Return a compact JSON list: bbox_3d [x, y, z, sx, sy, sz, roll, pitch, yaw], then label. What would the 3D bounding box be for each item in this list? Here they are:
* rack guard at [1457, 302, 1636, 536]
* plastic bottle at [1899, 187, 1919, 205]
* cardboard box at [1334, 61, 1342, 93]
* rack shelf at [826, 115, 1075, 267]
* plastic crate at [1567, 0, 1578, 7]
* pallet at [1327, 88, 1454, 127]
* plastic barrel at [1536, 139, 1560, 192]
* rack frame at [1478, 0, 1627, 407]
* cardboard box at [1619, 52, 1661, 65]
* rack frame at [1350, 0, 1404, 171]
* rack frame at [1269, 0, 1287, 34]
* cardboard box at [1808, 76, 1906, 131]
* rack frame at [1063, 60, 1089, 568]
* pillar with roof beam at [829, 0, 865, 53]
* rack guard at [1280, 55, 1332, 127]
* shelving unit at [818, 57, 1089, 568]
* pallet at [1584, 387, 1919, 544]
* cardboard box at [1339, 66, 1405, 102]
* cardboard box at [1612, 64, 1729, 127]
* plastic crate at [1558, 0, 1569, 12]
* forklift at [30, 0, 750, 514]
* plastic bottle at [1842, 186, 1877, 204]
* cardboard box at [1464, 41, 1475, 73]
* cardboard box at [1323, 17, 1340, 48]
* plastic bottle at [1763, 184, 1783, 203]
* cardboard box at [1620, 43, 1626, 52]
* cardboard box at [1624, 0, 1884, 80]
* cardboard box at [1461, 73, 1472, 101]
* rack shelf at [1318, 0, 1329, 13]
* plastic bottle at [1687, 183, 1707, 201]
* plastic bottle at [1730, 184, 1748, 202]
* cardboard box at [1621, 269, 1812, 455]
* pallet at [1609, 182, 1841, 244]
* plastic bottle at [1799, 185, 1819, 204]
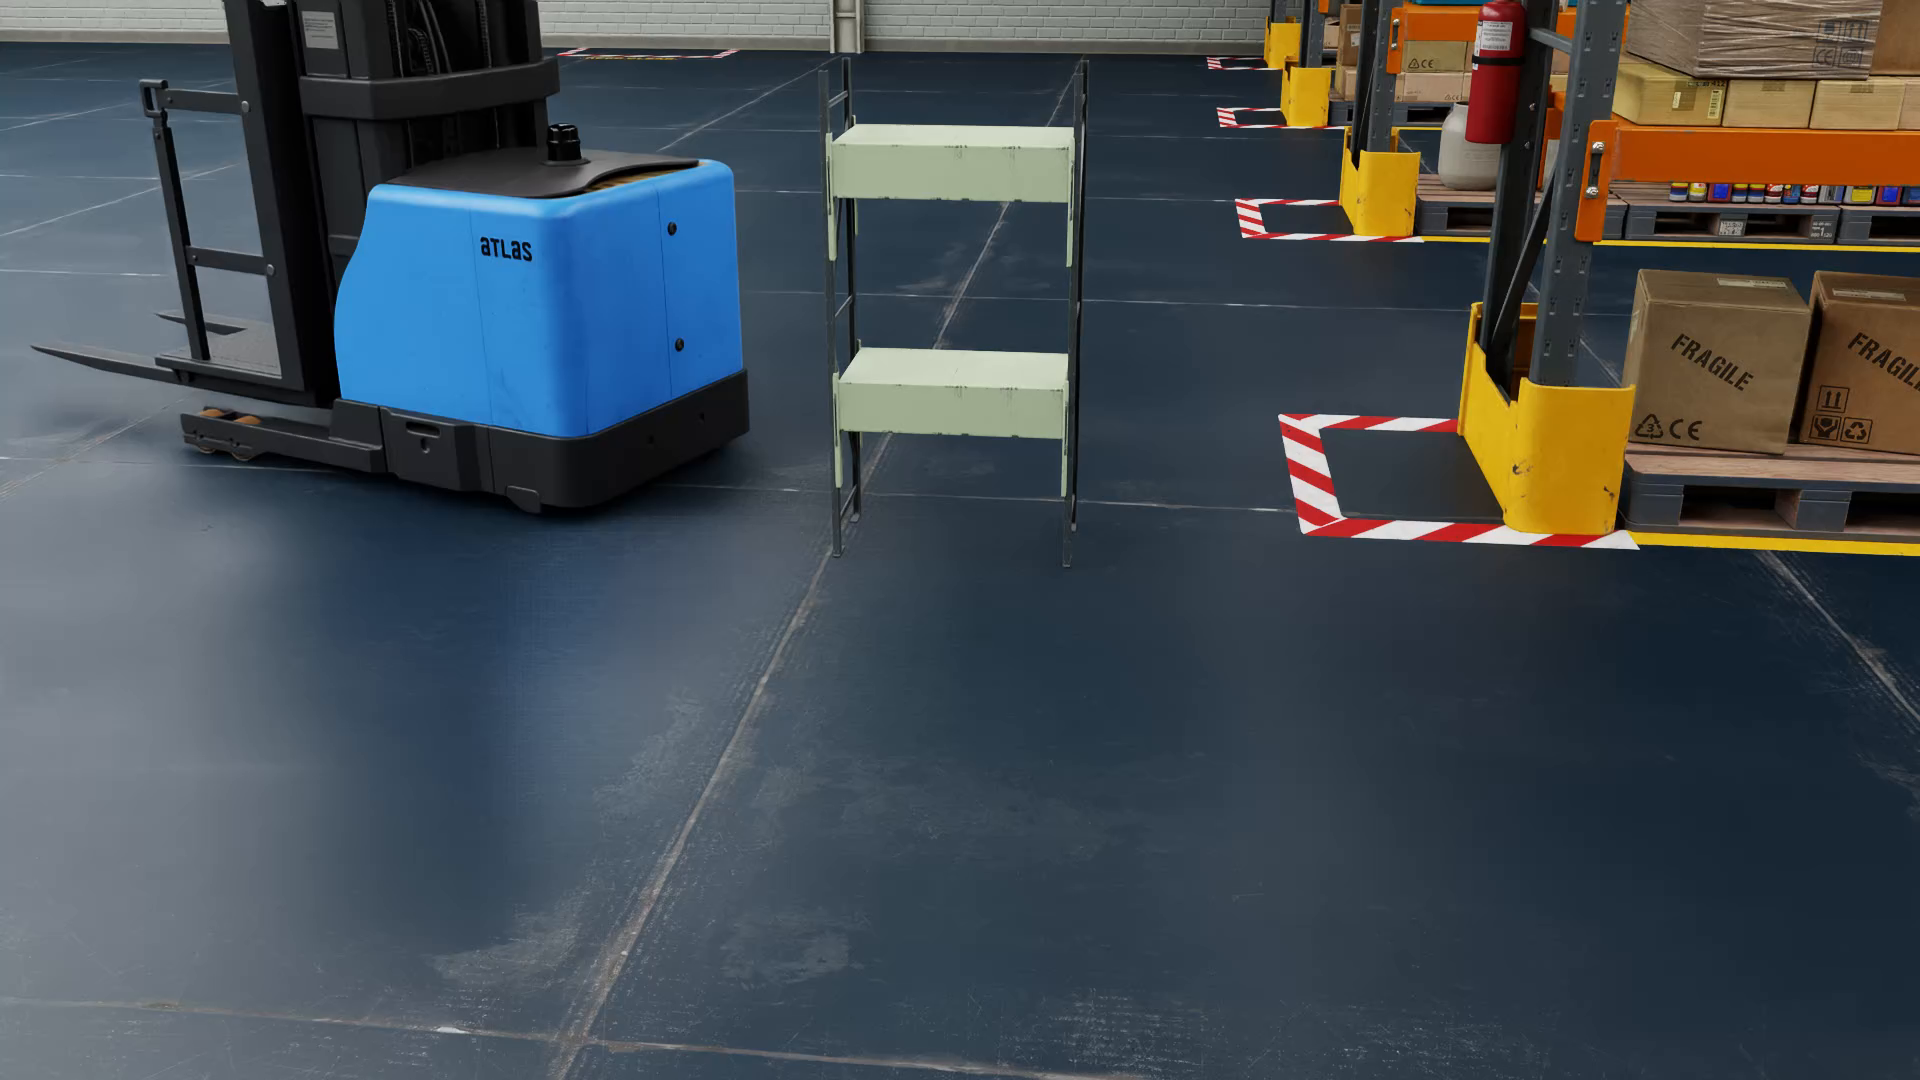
[{"bbox_3d":[2.061,-0.464,5.932,0.348,0.500,1.175,2,22,6],"label":"rack guard"},{"bbox_3d":[5.677,-2.168,9.849,0.185,0.351,0.144,1,22,4],"label":"plastic bottle"},{"bbox_3d":[3.722,-4.247,15.272,0.500,0.250,0.500,2,22,6],"label":"cardboard box"},{"bbox_3d":[-0.007,-1.061,5.021,0.720,0.370,0.431,2,22,6],"label":"rack shelf"},{"bbox_3d":[3.745,-3.426,10.228,0.408,0.251,0.499,2,22,6],"label":"plastic crate"},{"bbox_3d":[3.919,-3.931,15.097,1.213,0.211,1.003,2,22,6],"label":"pallet"},{"bbox_3d":[3.729,-2.454,10.379,0.421,0.512,0.421,0,22,0],"label":"plastic barrel"},{"bbox_3d":[1.986,-1.629,5.481,0.127,3.000,1.000,2,22,6],"label":"rack frame"},{"bbox_3d":[2.293,-1.575,5.687,0.250,0.149,0.380,2,22,6],"label":"cardboard box"},{"bbox_3d":[2.568,-3.438,10.055,0.127,3.000,1.000,2,22,6],"label":"rack frame"},{"bbox_3d":[3.734,-7.055,19.204,0.127,3.000,1.000,2,22,6],"label":"rack frame"},{"bbox_3d":[2.733,-1.379,5.190,0.250,0.149,0.380,2,22,6],"label":"cardboard box"},{"bbox_3d":[0.357,-0.682,5.125,0.023,1.500,0.400,2,22,6],"label":"rack frame"},{"bbox_3d":[-1.934,-8.818,15.504,0.400,9.000,9.100,2,22,6],"label":"pillar with roof beam"},{"bbox_3d":[3.131,-4.084,15.091,0.348,0.500,1.175,2,22,6],"label":"rack guard"},{"bbox_3d":[-0.007,-0.698,5.165,0.755,1.500,0.431,2,22,6],"label":"shelving unit"},{"bbox_3d":[2.864,-0.281,5.864,1.213,0.211,1.003,2,22,6],"label":"pallet"},{"bbox_3d":[3.661,-4.058,14.793,0.500,0.250,0.500,2,22,6],"label":"cardboard box"},{"bbox_3d":[2.240,-1.413,5.276,0.250,0.149,0.380,2,22,6],"label":"cardboard box"},{"bbox_3d":[3.419,-3.159,9.708,0.250,0.136,0.298,2,22,6],"label":"plastic crate"},{"bbox_3d":[-2.345,-1.814,6.043,3.031,2.935,1.130,11,24,25],"label":"forklift"},{"bbox_3d":[5.356,-2.182,9.884,0.185,0.351,0.144,2,22,6],"label":"plastic bottle"},{"bbox_3d":[4.656,-4.369,14.560,0.500,0.500,0.500,2,22,6],"label":"cardboard box"},{"bbox_3d":[4.411,-5.946,19.459,0.500,0.311,0.500,0,22,0],"label":"cardboard box"},{"bbox_3d":[4.870,-2.125,9.943,0.097,0.201,0.097,0,22,0],"label":"plastic bottle"},{"bbox_3d":[5.649,-4.325,14.447,0.500,0.500,0.500,2,22,6],"label":"cardboard box"},{"bbox_3d":[2.528,-1.780,5.322,0.500,0.500,0.875,2,22,6],"label":"cardboard box"},{"bbox_3d":[4.655,-4.016,14.687,0.500,0.250,0.500,2,22,6],"label":"cardboard box"},{"bbox_3d":[5.141,-4.825,14.542,4.000,0.370,1.077,2,22,6],"label":"rack shelf"},{"bbox_3d":[4.435,-2.144,9.991,0.097,0.201,0.097,0,22,0],"label":"plastic bottle"},{"bbox_3d":[4.673,-2.166,9.952,0.097,0.271,0.097,0,22,0],"label":"plastic bottle"},{"bbox_3d":[2.604,-0.629,5.780,0.500,0.500,0.500,7,23,16],"label":"cardboard box"},{"bbox_3d":[4.664,-2.064,10.373,1.213,0.211,1.003,2,22,6],"label":"pallet"},{"bbox_3d":[5.074,-2.116,9.921,0.097,0.201,0.097,0,22,0],"label":"plastic bottle"}]
